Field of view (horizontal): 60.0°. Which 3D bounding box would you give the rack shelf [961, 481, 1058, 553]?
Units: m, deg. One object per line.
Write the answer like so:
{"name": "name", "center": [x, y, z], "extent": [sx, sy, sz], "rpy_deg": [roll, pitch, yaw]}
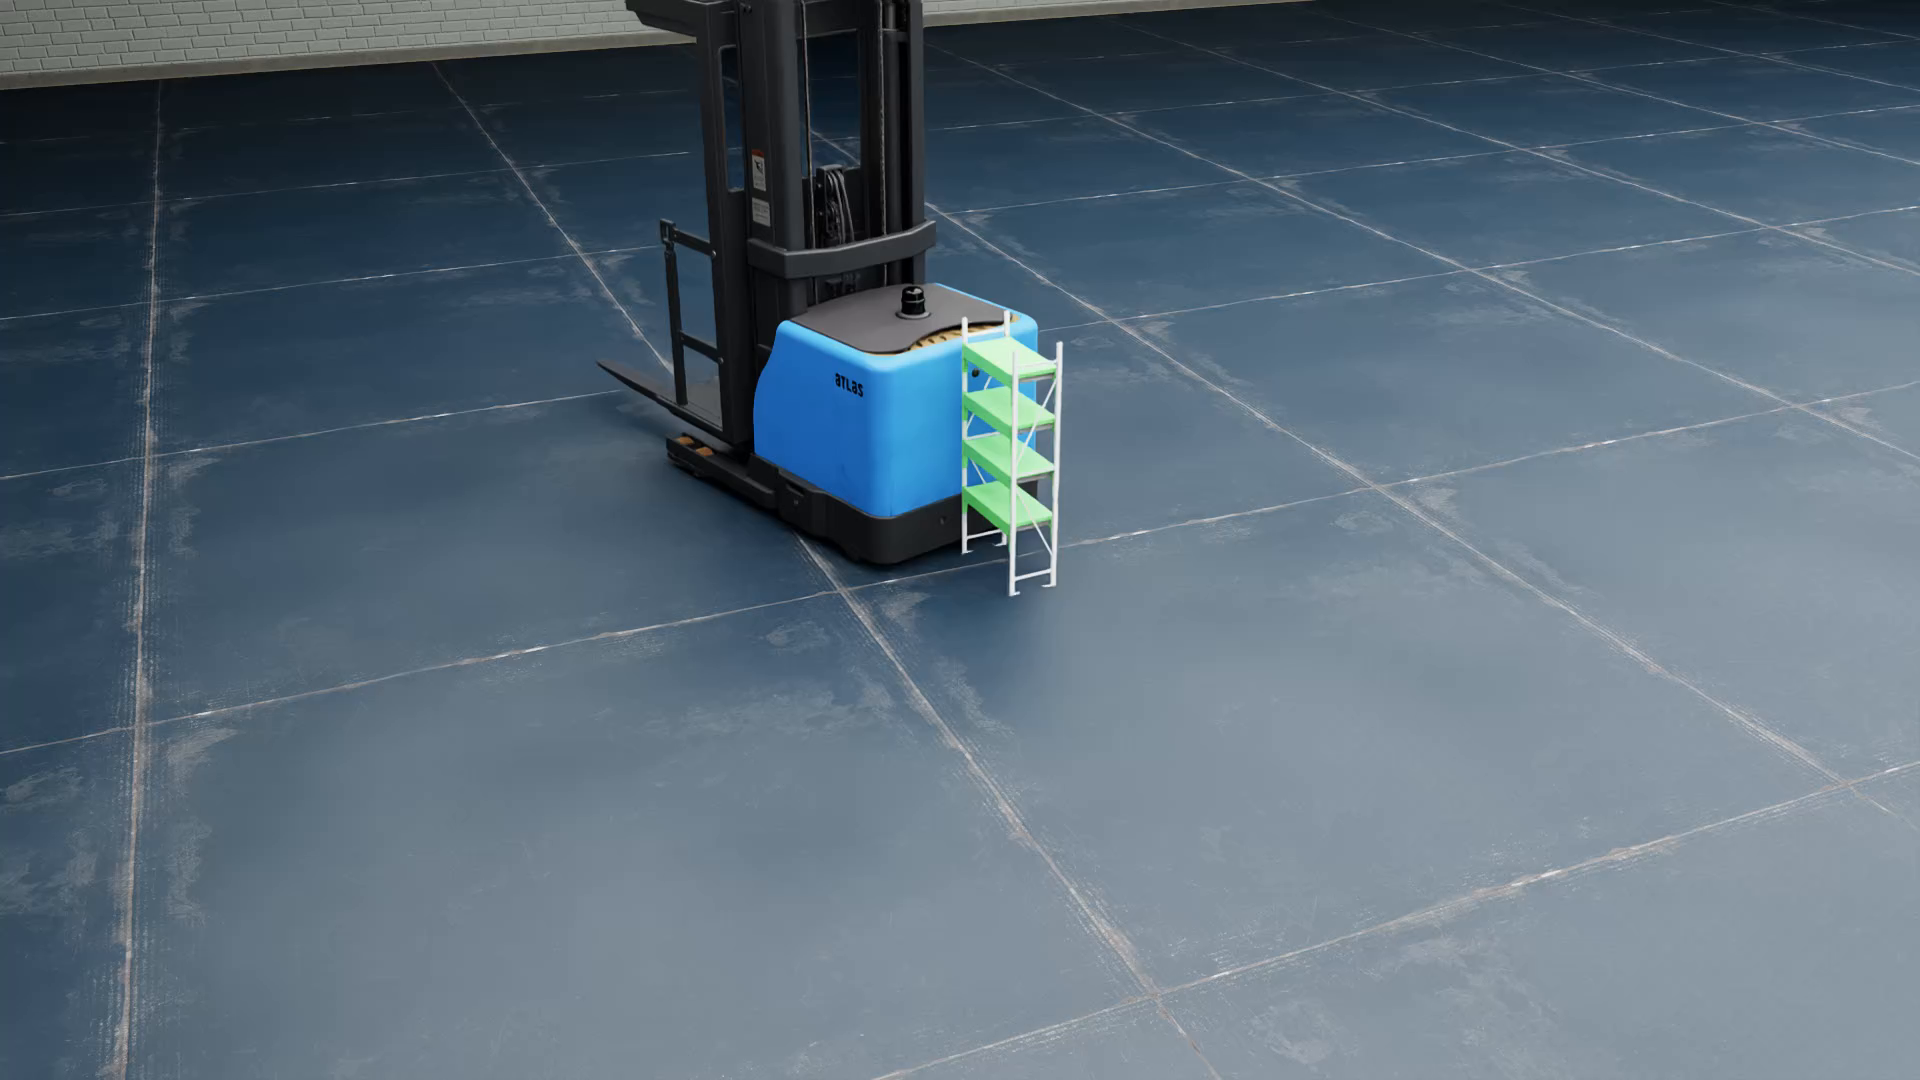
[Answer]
{"name": "rack shelf", "center": [0.229, -0.126, 7.832], "extent": [0.258, 0.148, 0.480], "rpy_deg": [-12, 29, -24]}

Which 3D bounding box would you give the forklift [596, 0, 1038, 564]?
{"name": "forklift", "center": [-0.943, -1.775, 8.544], "extent": [1.130, 2.935, 3.031], "rpy_deg": [-20, 33, -35]}

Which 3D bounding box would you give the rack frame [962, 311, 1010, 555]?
{"name": "rack frame", "center": [0.119, -0.494, 7.895], "extent": [0.240, 1.200, 0.015], "rpy_deg": [-12, 29, -24]}

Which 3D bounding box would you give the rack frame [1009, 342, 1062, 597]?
{"name": "rack frame", "center": [0.338, -0.303, 7.503], "extent": [0.240, 1.200, 0.015], "rpy_deg": [-12, 29, -24]}

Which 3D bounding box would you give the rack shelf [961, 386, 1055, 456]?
{"name": "rack shelf", "center": [0.229, -0.557, 7.622], "extent": [0.258, 0.148, 0.480], "rpy_deg": [-12, 29, -24]}

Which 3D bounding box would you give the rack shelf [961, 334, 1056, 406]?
{"name": "rack shelf", "center": [0.229, -0.773, 7.516], "extent": [0.258, 0.148, 0.480], "rpy_deg": [-12, 29, -24]}

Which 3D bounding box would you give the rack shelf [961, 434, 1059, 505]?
{"name": "rack shelf", "center": [0.229, -0.341, 7.727], "extent": [0.258, 0.148, 0.480], "rpy_deg": [-12, 29, -24]}

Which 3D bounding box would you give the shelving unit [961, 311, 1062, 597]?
{"name": "shelving unit", "center": [0.229, -0.399, 7.699], "extent": [0.258, 1.200, 0.503], "rpy_deg": [-12, 29, -24]}
